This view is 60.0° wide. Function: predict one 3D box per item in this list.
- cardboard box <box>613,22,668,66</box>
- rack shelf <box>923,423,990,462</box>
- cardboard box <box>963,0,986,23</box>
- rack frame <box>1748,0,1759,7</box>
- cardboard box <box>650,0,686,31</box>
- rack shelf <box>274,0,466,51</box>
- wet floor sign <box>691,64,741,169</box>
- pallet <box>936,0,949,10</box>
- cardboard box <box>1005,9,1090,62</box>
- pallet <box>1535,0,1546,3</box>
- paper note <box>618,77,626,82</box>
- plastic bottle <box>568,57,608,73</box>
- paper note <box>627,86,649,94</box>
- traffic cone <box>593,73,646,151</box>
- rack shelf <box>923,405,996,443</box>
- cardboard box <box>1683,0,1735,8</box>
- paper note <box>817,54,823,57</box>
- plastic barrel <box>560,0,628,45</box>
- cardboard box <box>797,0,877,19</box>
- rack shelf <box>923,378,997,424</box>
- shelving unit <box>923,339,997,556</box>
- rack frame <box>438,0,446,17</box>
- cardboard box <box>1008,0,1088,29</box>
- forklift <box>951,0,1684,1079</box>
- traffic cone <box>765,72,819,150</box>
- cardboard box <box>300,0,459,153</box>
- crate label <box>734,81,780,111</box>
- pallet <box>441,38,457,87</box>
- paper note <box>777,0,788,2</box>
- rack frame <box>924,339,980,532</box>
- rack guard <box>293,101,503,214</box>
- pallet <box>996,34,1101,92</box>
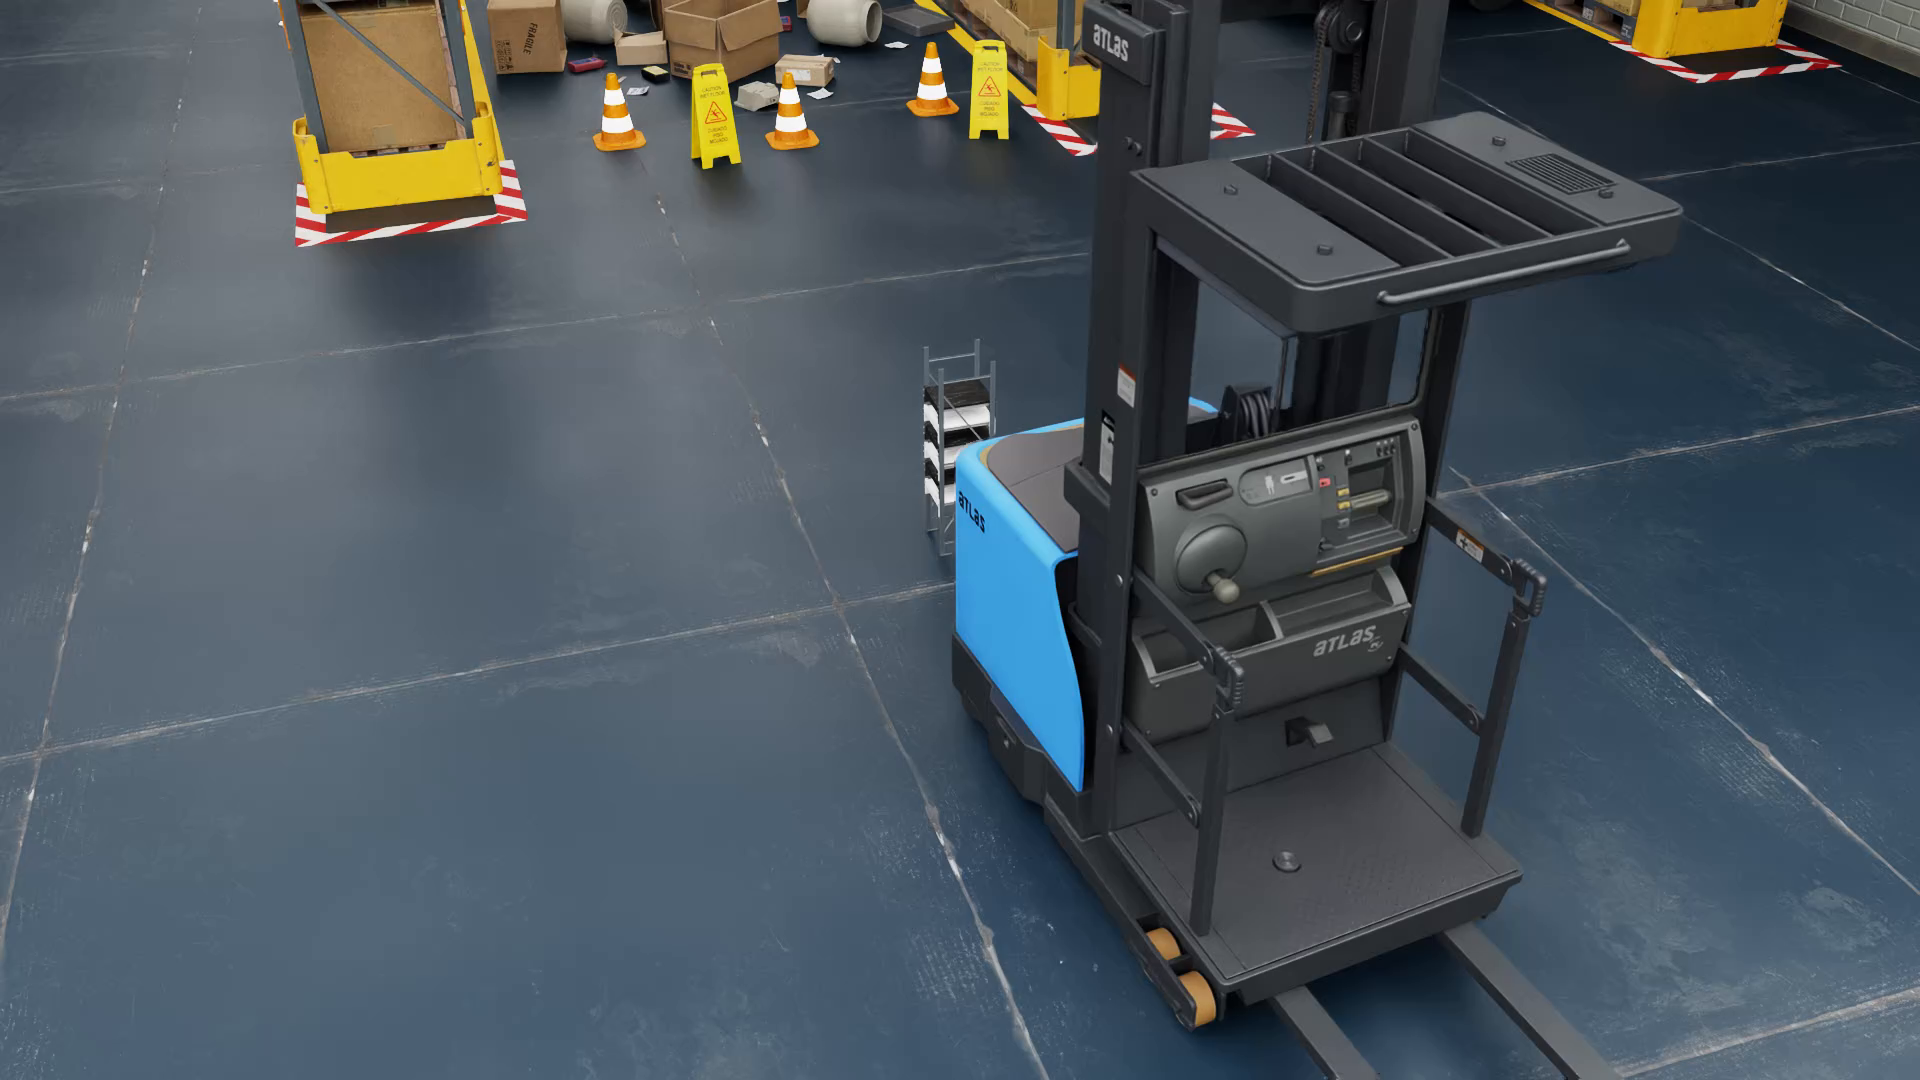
[{"bbox_3d":[-2.462,-3.829,12.804,0.396,0.266,0.258,-4,34,-6],"label":"cardboard box"},{"bbox_3d":[-0.002,-0.427,6.977,0.258,0.077,0.200,-10,35,-15],"label":"rack shelf"},{"bbox_3d":[0.345,-4.302,13.153,0.500,0.250,0.500,-11,35,-16],"label":"cardboard box"},{"bbox_3d":[5.890,-5.184,12.375,1.000,3.000,0.127,-10,35,-15],"label":"rack frame"},{"bbox_3d":[-2.076,-4.349,13.252,0.797,0.637,0.503,-10,35,-15],"label":"cardboard box"},{"bbox_3d":[-4.130,-4.212,11.556,1.077,0.370,4.000,-10,35,-15],"label":"rack shelf"},{"bbox_3d":[-1.625,-2.798,10.899,0.267,0.644,0.232,-16,37,-23],"label":"wet floor sign"},{"bbox_3d":[0.182,-4.938,14.531,1.003,0.211,1.213,-10,35,-15],"label":"pallet"},{"bbox_3d":[0.653,-3.767,12.344,0.500,0.250,0.500,-10,35,-15],"label":"cardboard box"},{"bbox_3d":[5.248,-5.055,14.708,1.003,0.211,1.213,-10,35,-15],"label":"pallet"},{"bbox_3d":[-2.538,-3.454,12.468,0.032,0.001,0.123,7,34,10],"label":"paper note"},{"bbox_3d":[-2.835,-3.630,12.689,0.283,0.061,0.133,-23,40,-31],"label":"plastic bottle"},{"bbox_3d":[-2.368,-3.310,12.232,0.144,0.017,0.142,1,33,2],"label":"paper note"},{"bbox_3d":[-2.329,-2.921,11.251,0.336,0.463,0.334,-10,35,-15],"label":"traffic cone"},{"bbox_3d":[-0.002,-0.502,6.928,0.258,0.077,0.200,-10,35,-15],"label":"rack shelf"},{"bbox_3d":[5.926,-4.503,13.457,0.500,0.250,0.500,-10,35,-15],"label":"cardboard box"},{"bbox_3d":[-1.137,-3.737,12.888,0.148,0.019,0.142,1,33,2],"label":"paper note"},{"bbox_3d":[-2.933,-4.150,13.146,0.512,0.421,0.421,13,36,18],"label":"plastic barrel"},{"bbox_3d":[-1.026,-4.615,13.778,0.500,0.500,0.500,13,36,18],"label":"cardboard box"},{"bbox_3d":[-0.002,-0.577,6.878,0.258,0.077,0.200,-10,35,-15],"label":"rack shelf"},{"bbox_3d":[-0.002,-0.380,7.008,0.258,0.900,0.210,-10,35,-15],"label":"shelving unit"},{"bbox_3d":[-4.740,-5.562,12.947,1.000,3.000,0.127,-10,35,-15],"label":"rack frame"},{"bbox_3d":[0.671,-4.065,12.114,0.500,0.500,0.500,-10,35,-14],"label":"cardboard box"},{"bbox_3d":[1.039,-0.027,4.632,1.130,2.935,3.031,-14,36,-20],"label":"forklift"},{"bbox_3d":[-1.149,-2.933,11.269,0.336,0.463,0.334,-10,35,-15],"label":"traffic cone"},{"bbox_3d":[-3.789,-3.096,10.761,0.875,0.875,0.875,-10,35,-14],"label":"cardboard box"},{"bbox_3d":[-1.448,-3.199,11.967,0.298,0.136,0.250,27,42,34],"label":"crate label"},{"bbox_3d":[-4.207,-3.345,12.120,1.003,0.211,1.213,-10,35,-15],"label":"pallet"},{"bbox_3d":[-1.520,-4.644,14.250,0.148,0.019,0.142,-10,35,-15],"label":"paper note"},{"bbox_3d":[-0.033,-0.433,7.089,0.240,0.900,0.006,-10,35,-15],"label":"rack frame"},{"bbox_3d":[-3.512,-2.407,10.439,1.175,0.500,0.348,-10,35,-15],"label":"rack guard"},{"bbox_3d":[0.926,-3.657,12.592,1.003,0.211,1.213,-10,35,-15],"label":"pallet"}]
